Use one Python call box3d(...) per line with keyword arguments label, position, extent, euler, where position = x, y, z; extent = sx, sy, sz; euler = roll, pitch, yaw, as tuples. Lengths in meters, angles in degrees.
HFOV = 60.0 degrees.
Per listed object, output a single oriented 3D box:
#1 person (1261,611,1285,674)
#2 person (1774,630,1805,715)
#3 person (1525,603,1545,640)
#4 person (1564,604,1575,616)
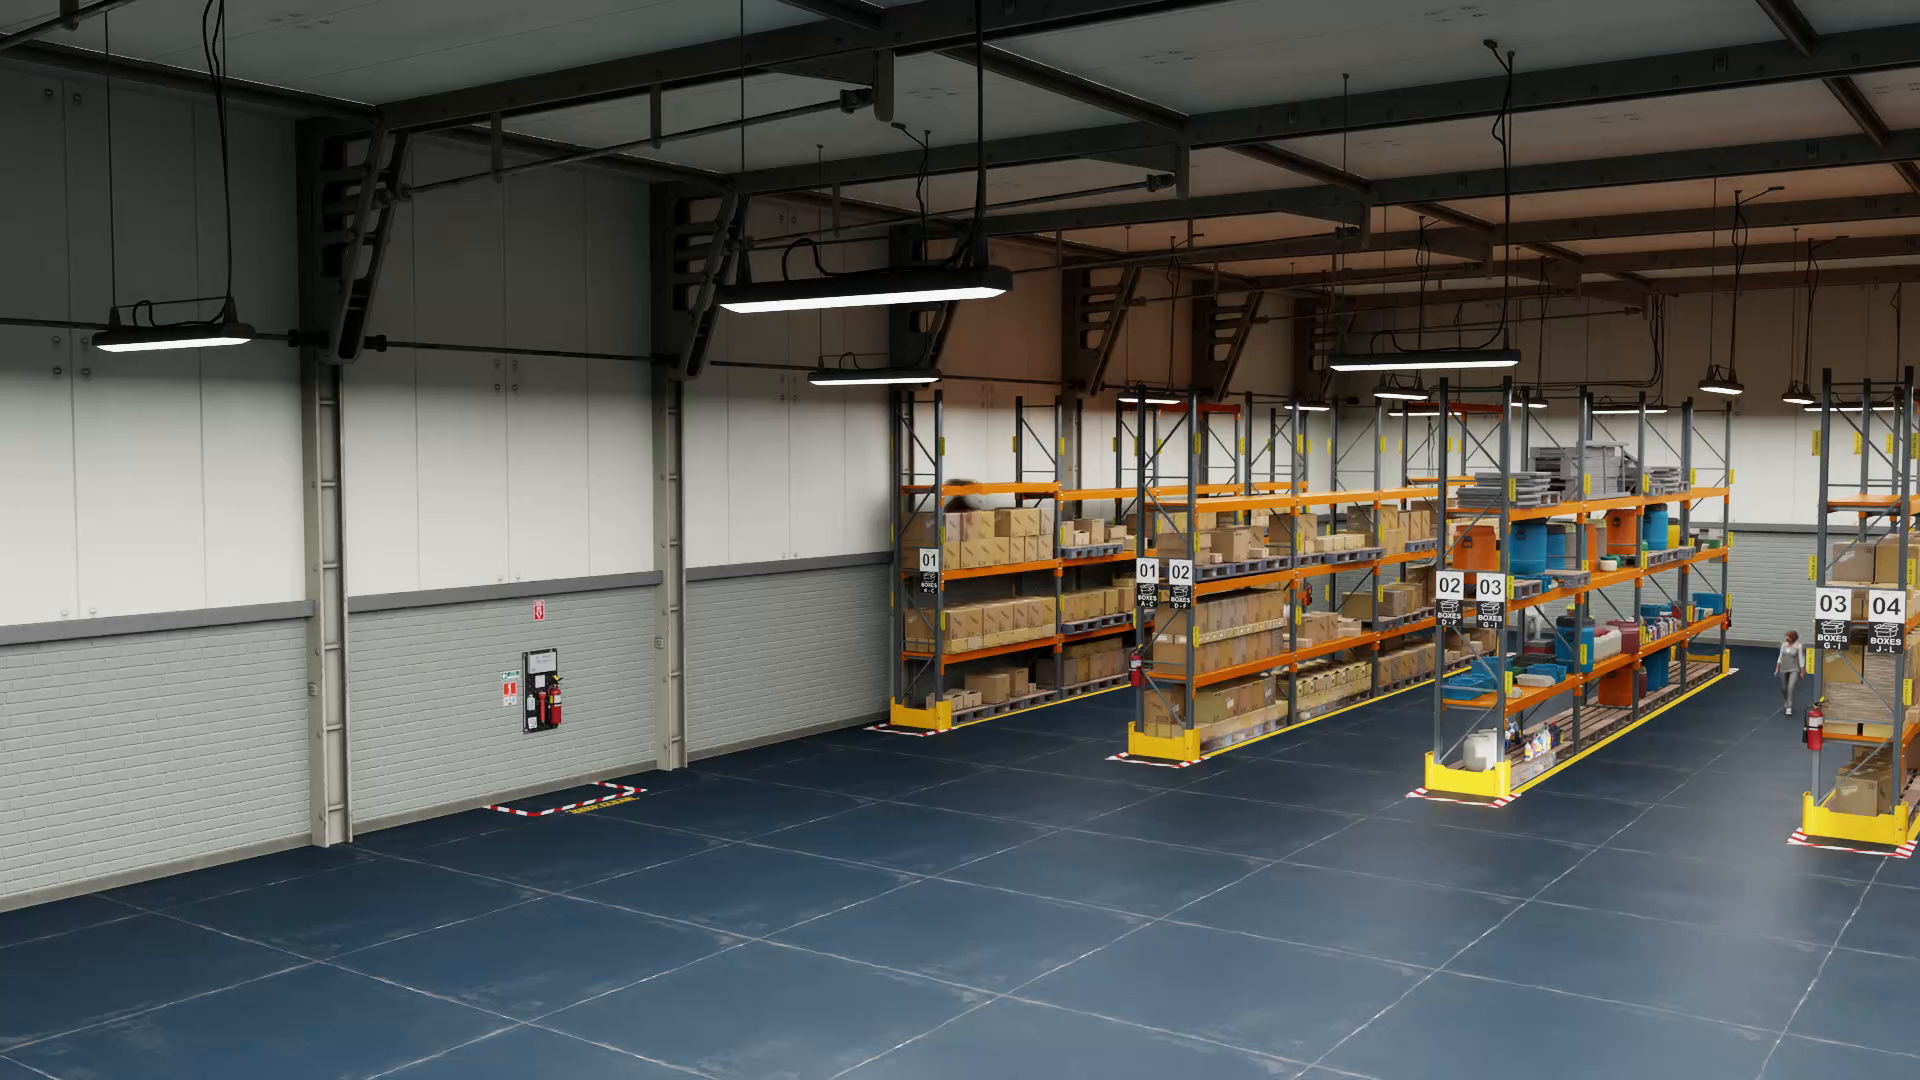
box3d(label="person", position=(6.775, 2.142, 36.111), extent=(0.661, 1.815, 0.931), euler=(2, 4, 34))
box3d(label="person", position=(15.584, 2.467, 31.213), extent=(0.503, 1.541, 0.823), euler=(2, 4, 34))
box3d(label="person", position=(14.161, 1.863, 41.059), extent=(0.611, 1.631, 1.004), euler=(0, 3, 5))
box3d(label="person", position=(12.751, 2.175, 34.626), extent=(0.677, 1.731, 0.675), euler=(-3, 4, -41))
